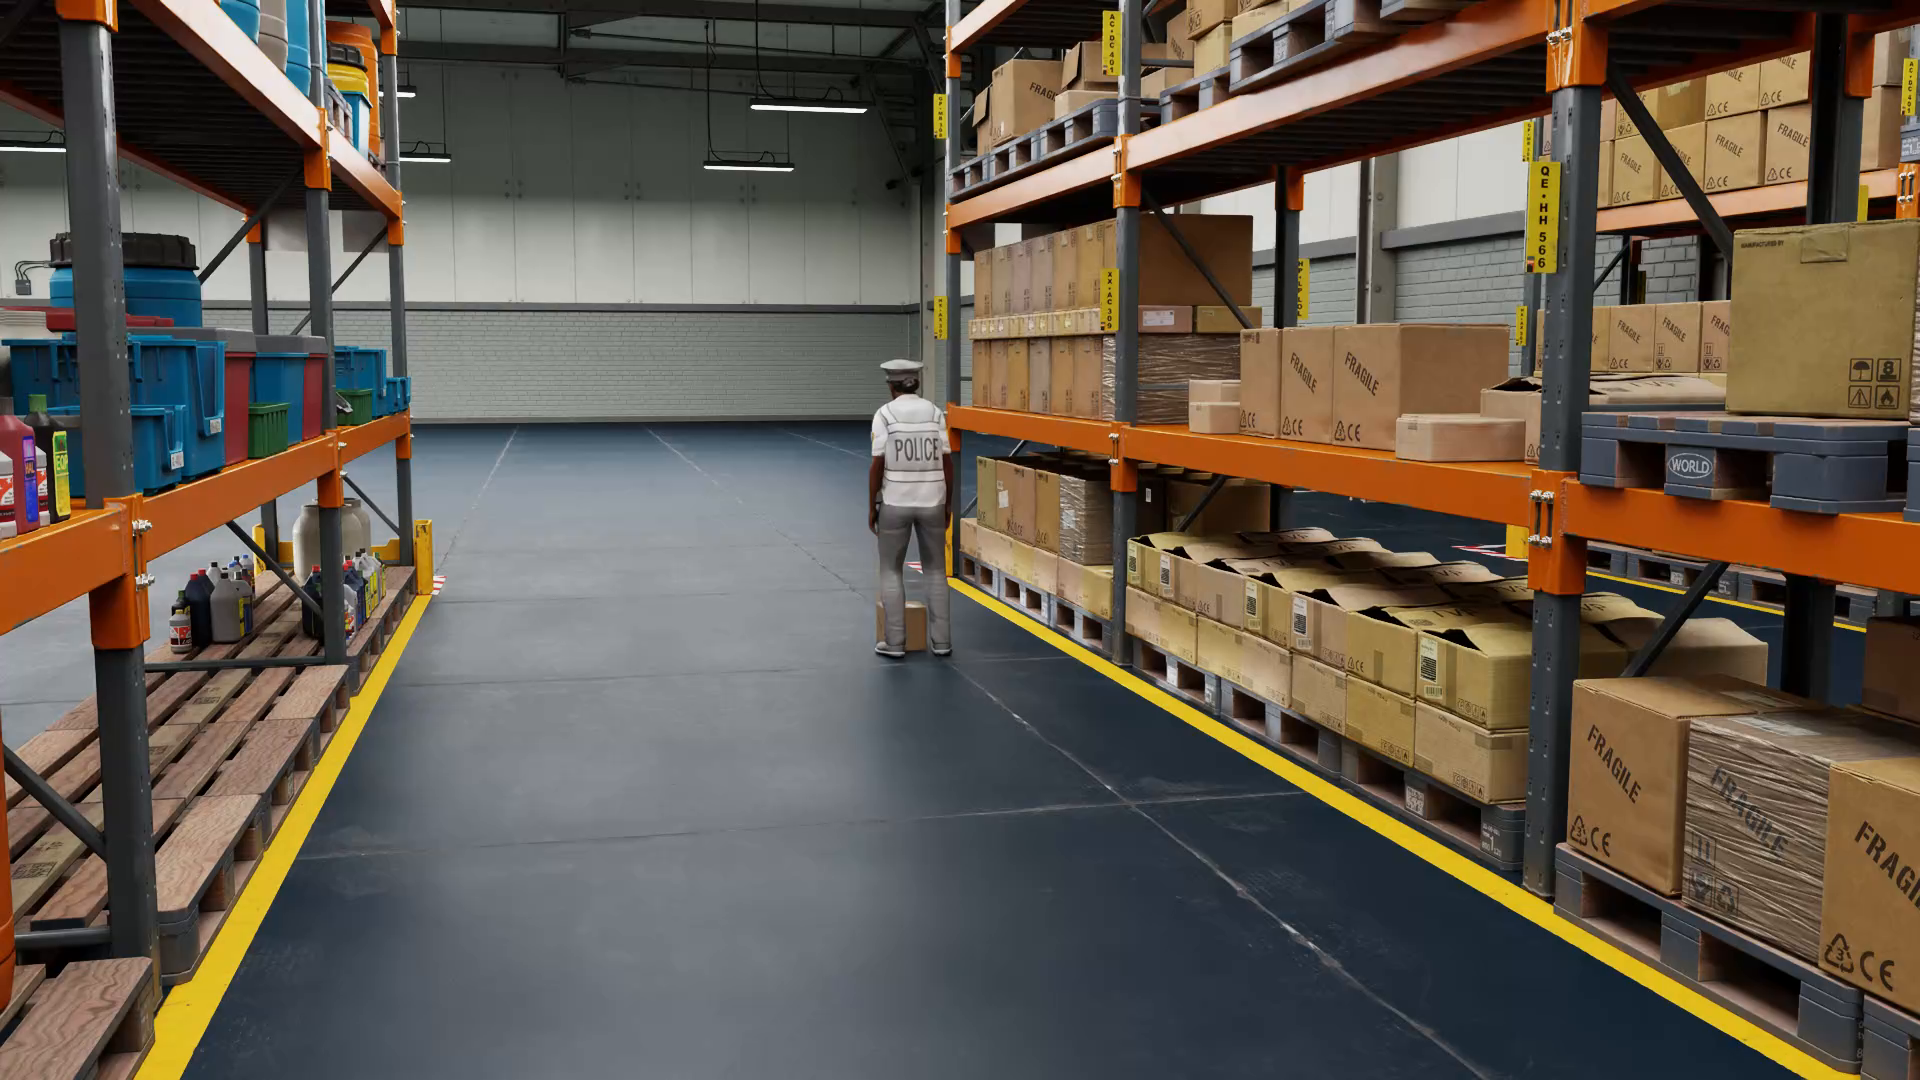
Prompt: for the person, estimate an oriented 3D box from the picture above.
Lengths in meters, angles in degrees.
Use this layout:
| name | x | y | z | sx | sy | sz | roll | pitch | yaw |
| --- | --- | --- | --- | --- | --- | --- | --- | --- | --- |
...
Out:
| name | x | y | z | sx | sy | sz | roll | pitch | yaw |
| --- | --- | --- | --- | --- | --- | --- | --- | --- | --- |
| person | -0.268 | -0.175 | 9.310 | 0.518 | 1.655 | 0.397 | -2 | 7 | -16 |
